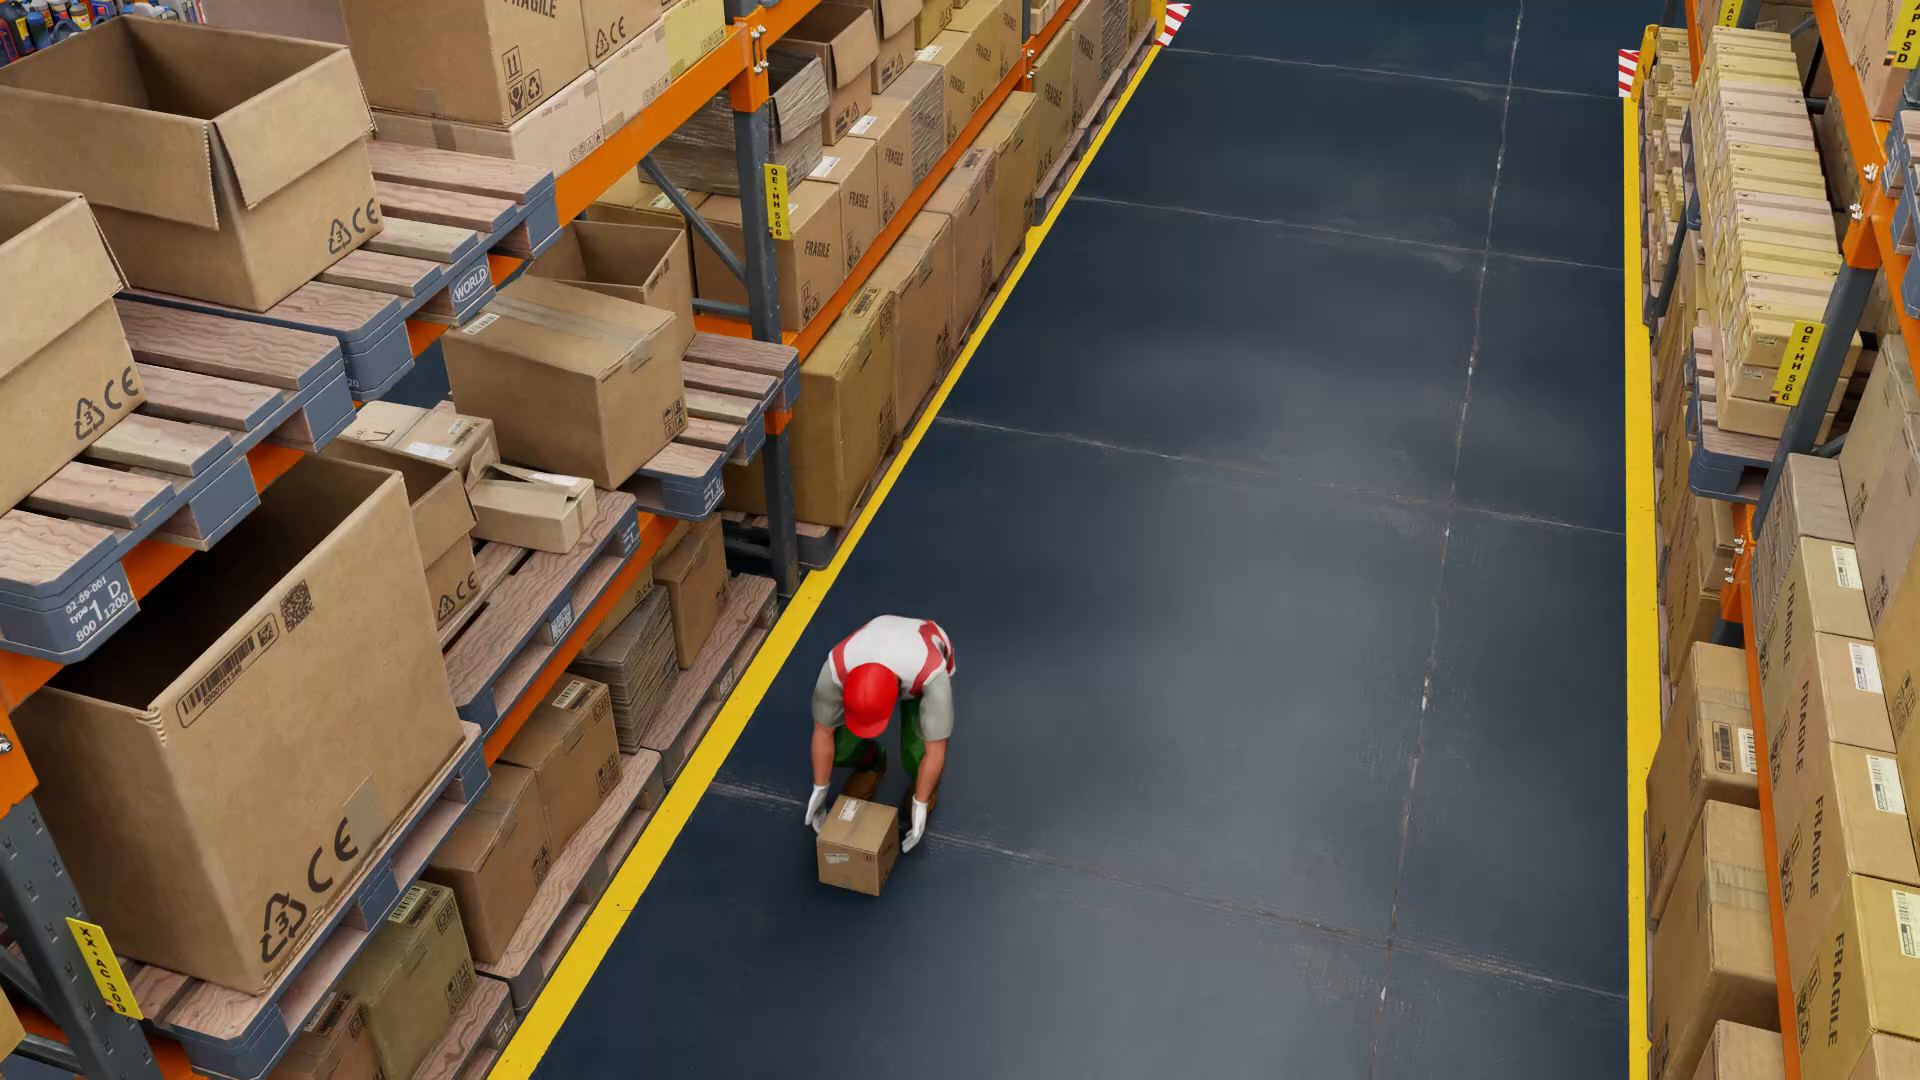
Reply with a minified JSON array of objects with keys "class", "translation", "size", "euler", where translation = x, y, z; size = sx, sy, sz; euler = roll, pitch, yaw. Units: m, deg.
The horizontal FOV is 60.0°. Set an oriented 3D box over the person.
[{"class":"person","translation":[-0.265,0.693,6.572],"size":[0.578,1.040,0.872],"euler":[11,38,14]}]
